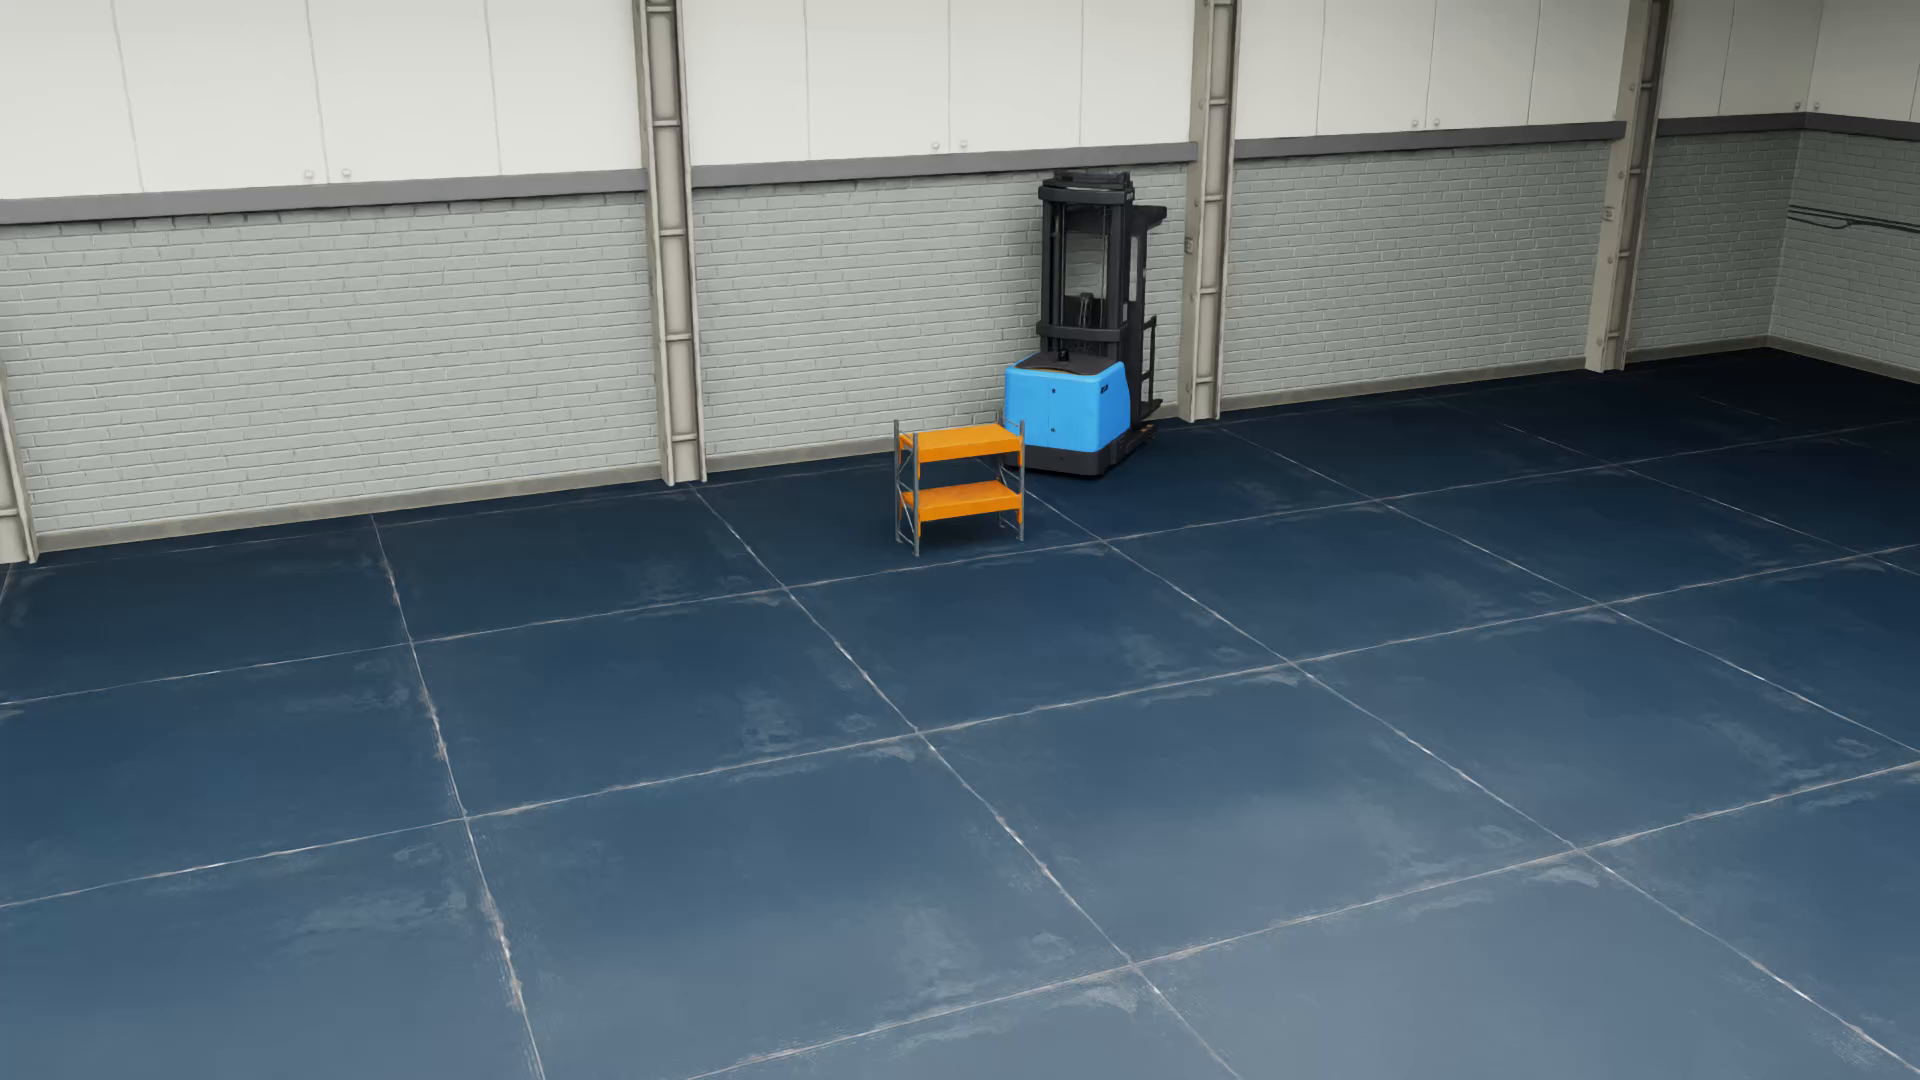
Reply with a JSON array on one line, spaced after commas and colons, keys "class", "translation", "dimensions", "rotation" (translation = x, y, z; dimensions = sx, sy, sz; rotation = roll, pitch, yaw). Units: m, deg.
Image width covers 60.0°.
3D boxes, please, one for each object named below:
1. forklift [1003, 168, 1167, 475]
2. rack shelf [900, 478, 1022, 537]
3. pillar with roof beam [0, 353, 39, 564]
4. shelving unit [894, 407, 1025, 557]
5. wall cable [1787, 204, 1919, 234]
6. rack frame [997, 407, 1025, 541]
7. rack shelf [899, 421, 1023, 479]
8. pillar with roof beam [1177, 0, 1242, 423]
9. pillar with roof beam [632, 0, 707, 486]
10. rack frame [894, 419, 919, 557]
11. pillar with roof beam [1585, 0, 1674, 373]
[{"class": "forklift", "translation": [1.510, -2.479, 17.682], "dimensions": [1.130, 2.935, 3.031], "rotation": [9, 21, 23]}, {"class": "rack shelf", "translation": [-0.006, -0.299, 14.947], "dimensions": [1.000, 0.278, 0.538], "rotation": [-8, 21, -22]}, {"class": "pillar with roof beam", "translation": [-6.588, -2.755, 9.329], "dimensions": [0.400, 9.000, 9.100], "rotation": [-8, 21, -22]}, {"class": "shelving unit", "translation": [-0.006, -0.530, 14.866], "dimensions": [1.048, 1.125, 0.538], "rotation": [-8, 21, -22]}, {"class": "wall cable", "translation": [11.463, -4.955, 20.254], "dimensions": [0.112, 2.526, 3.097], "rotation": [-8, 21, -22]}, {"class": "rack frame", "translation": [0.461, -0.597, 15.056], "dimensions": [0.032, 1.125, 0.500], "rotation": [-8, 21, -22]}, {"class": "rack shelf", "translation": [-0.006, -0.806, 14.769], "dimensions": [1.000, 0.278, 0.538], "rotation": [-8, 21, -22]}, {"class": "pillar with roof beam", "translation": [4.430, -4.333, 13.813], "dimensions": [0.400, 9.000, 9.100], "rotation": [-8, 21, -22]}, {"class": "pillar with roof beam", "translation": [-1.079, -3.544, 11.571], "dimensions": [0.400, 9.000, 9.100], "rotation": [-8, 21, -22]}, {"class": "rack frame", "translation": [-0.473, -0.463, 14.676], "dimensions": [0.032, 1.125, 0.500], "rotation": [-8, 21, -22]}, {"class": "pillar with roof beam", "translation": [9.940, -5.123, 16.054], "dimensions": [0.400, 9.000, 9.100], "rotation": [-8, 21, -22]}]
